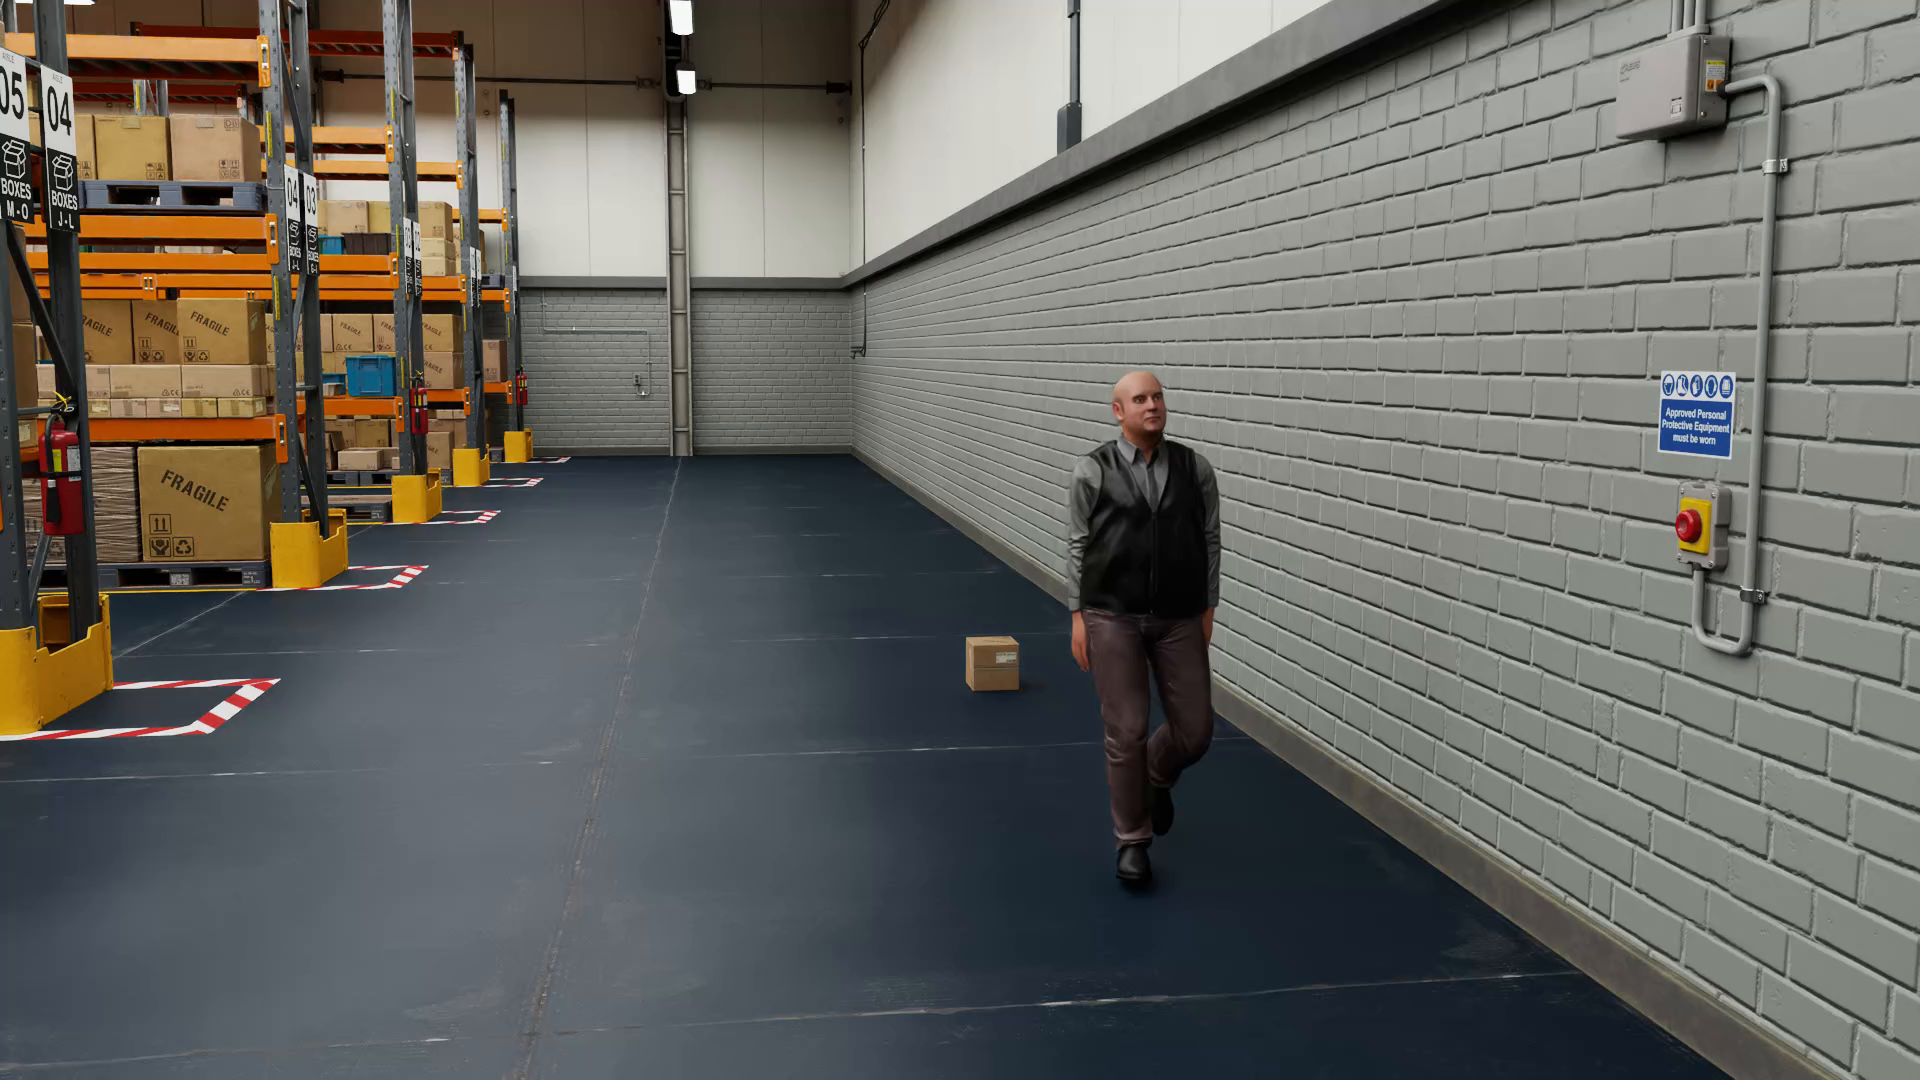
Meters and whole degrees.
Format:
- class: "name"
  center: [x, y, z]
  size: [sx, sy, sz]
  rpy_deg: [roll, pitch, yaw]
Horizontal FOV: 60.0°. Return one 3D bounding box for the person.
- class: "person"
  center: [0.638, 0.274, 5.737]
  size: [0.541, 1.706, 0.621]
  rpy_deg: [-1, 6, -5]
